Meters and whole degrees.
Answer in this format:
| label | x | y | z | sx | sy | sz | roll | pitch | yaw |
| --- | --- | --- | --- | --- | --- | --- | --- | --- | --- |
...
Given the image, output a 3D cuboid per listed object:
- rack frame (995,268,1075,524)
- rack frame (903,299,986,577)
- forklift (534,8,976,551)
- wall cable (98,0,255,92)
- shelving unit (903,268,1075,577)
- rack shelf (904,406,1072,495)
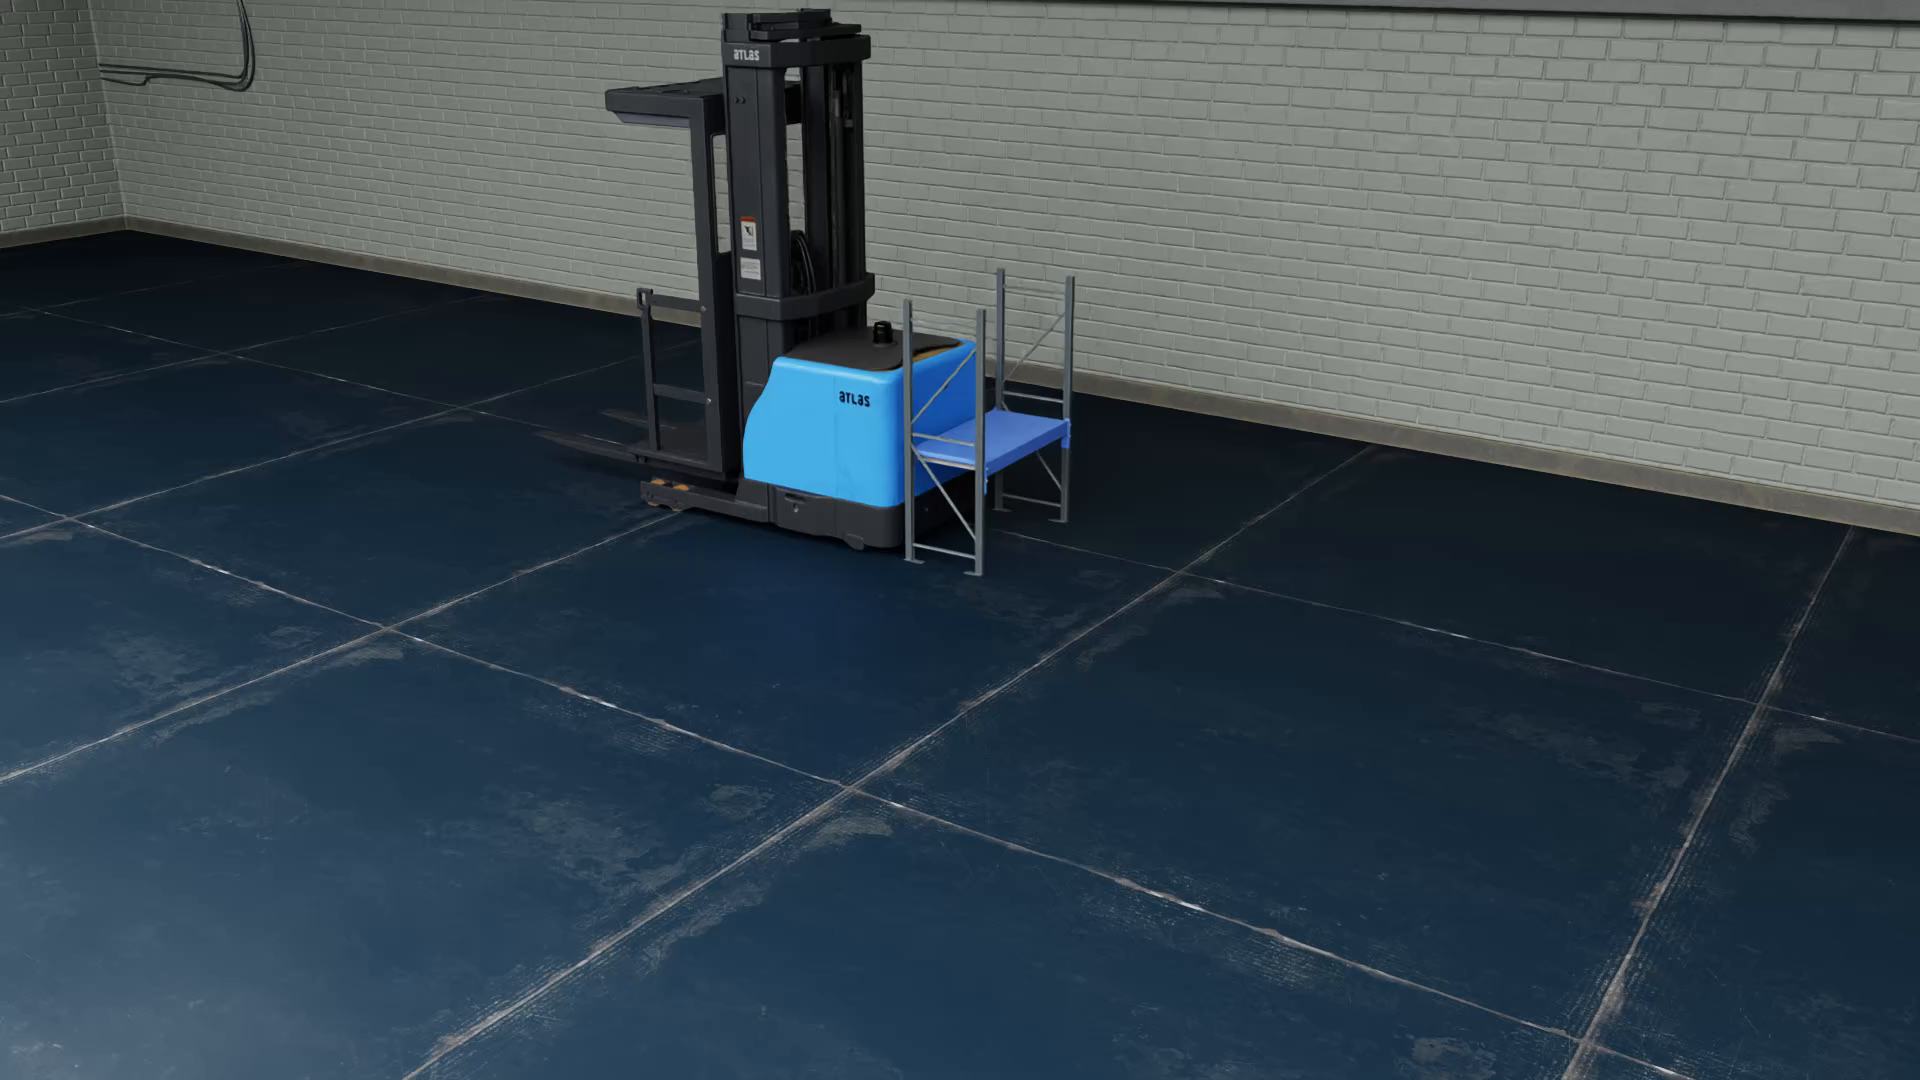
| label | x | y | z | sx | sy | sz | roll | pitch | yaw |
| --- | --- | --- | --- | --- | --- | --- | --- | --- | --- |
| rack frame | 0.436 | -0.848 | 9.895 | 0.500 | 1.500 | 0.032 | 12 | 23 | 29 |
| rack frame | -0.086 | -0.545 | 9.077 | 0.500 | 1.500 | 0.032 | 12 | 23 | 29 |
| forklift | -1.381 | -1.686 | 10.098 | 3.031 | 2.935 | 1.130 | 13 | 24 | 31 |
| wall cable | -8.696 | -6.160 | 17.924 | 3.097 | 2.526 | 0.112 | 13 | 24 | 32 |
| shelving unit | 0.175 | -0.696 | 9.486 | 0.538 | 1.500 | 1.048 | 12 | 23 | 29 |
| rack shelf | 0.175 | -0.528 | 9.548 | 0.538 | 0.185 | 1.000 | 12 | 23 | 29 |
